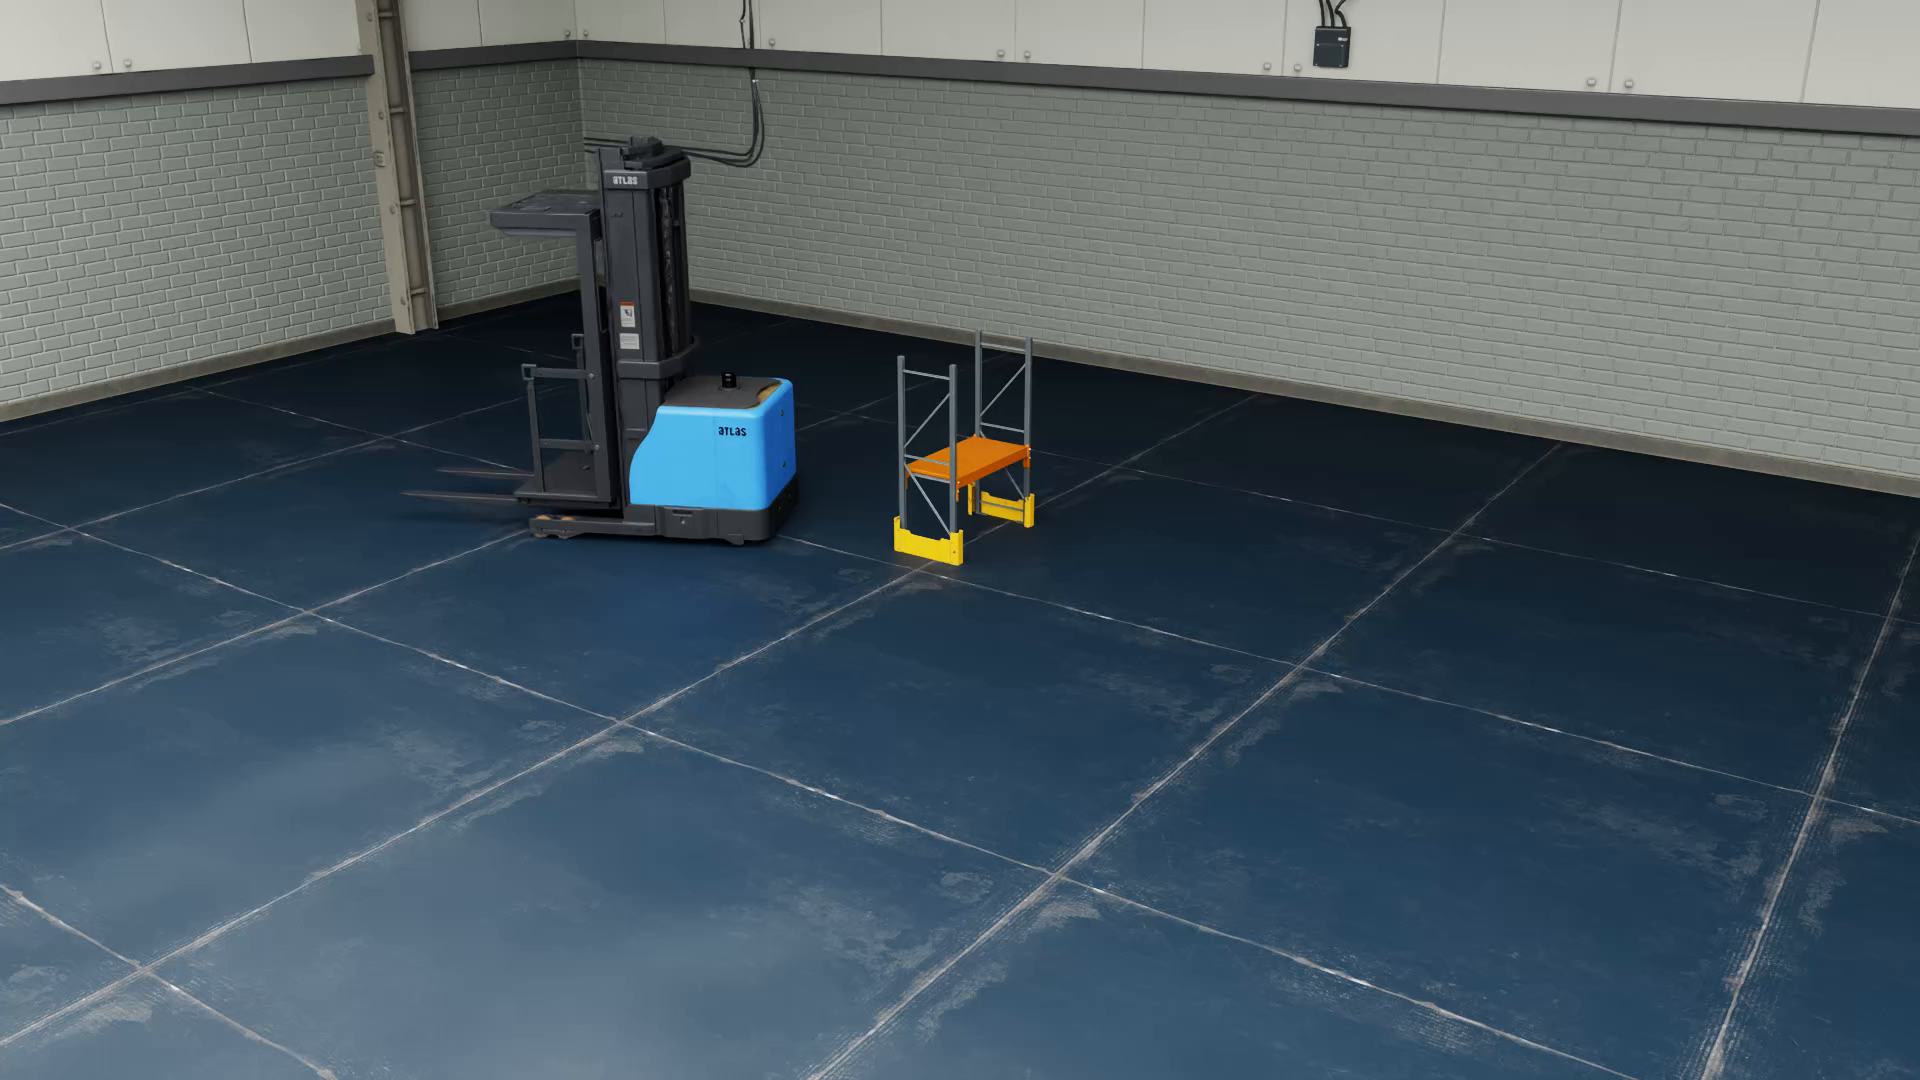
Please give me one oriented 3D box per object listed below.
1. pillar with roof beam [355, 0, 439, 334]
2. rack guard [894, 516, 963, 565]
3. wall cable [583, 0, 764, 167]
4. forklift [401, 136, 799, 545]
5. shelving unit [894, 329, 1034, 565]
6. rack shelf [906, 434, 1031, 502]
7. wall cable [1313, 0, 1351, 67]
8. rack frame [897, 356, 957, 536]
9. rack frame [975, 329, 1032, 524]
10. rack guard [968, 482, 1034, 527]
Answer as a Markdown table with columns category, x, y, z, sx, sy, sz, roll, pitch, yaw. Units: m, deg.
| category | x | y | z | sx | sy | sz | roll | pitch | yaw |
| --- | --- | --- | --- | --- | --- | --- | --- | --- | --- |
| pillar with roof beam | -2.781 | -5.839 | 15.579 | 9.100 | 9.000 | 0.400 | 13 | 24 | 32 |
| rack guard | -0.237 | 0.004 | 12.394 | 0.587 | 0.250 | 0.087 | 13 | 24 | 32 |
| wall cable | -3.591 | -5.810 | 19.976 | 3.097 | 2.526 | 0.112 | 13 | 24 | 32 |
| forklift | -2.864 | -1.560 | 12.758 | 3.031 | 2.935 | 1.130 | 3 | 21 | 9 |
| shelving unit | 0.043 | -0.725 | 12.564 | 0.587 | 1.500 | 1.083 | 13 | 24 | 32 |
| rack shelf | 0.048 | -0.559 | 12.633 | 0.538 | 0.185 | 1.000 | 13 | 24 | 32 |
| wall cable | 4.251 | -7.005 | 13.829 | 2.305 | 6.003 | 0.169 | 13 | 24 | 32 |
| rack frame | -0.238 | -0.582 | 12.177 | 0.500 | 1.500 | 0.032 | 13 | 24 | 32 |
| rack frame | 0.334 | -0.874 | 12.965 | 0.500 | 1.500 | 0.032 | 13 | 24 | 32 |
| rack guard | 0.323 | -0.282 | 13.167 | 0.587 | 0.250 | 0.087 | 13 | 24 | 32 |
